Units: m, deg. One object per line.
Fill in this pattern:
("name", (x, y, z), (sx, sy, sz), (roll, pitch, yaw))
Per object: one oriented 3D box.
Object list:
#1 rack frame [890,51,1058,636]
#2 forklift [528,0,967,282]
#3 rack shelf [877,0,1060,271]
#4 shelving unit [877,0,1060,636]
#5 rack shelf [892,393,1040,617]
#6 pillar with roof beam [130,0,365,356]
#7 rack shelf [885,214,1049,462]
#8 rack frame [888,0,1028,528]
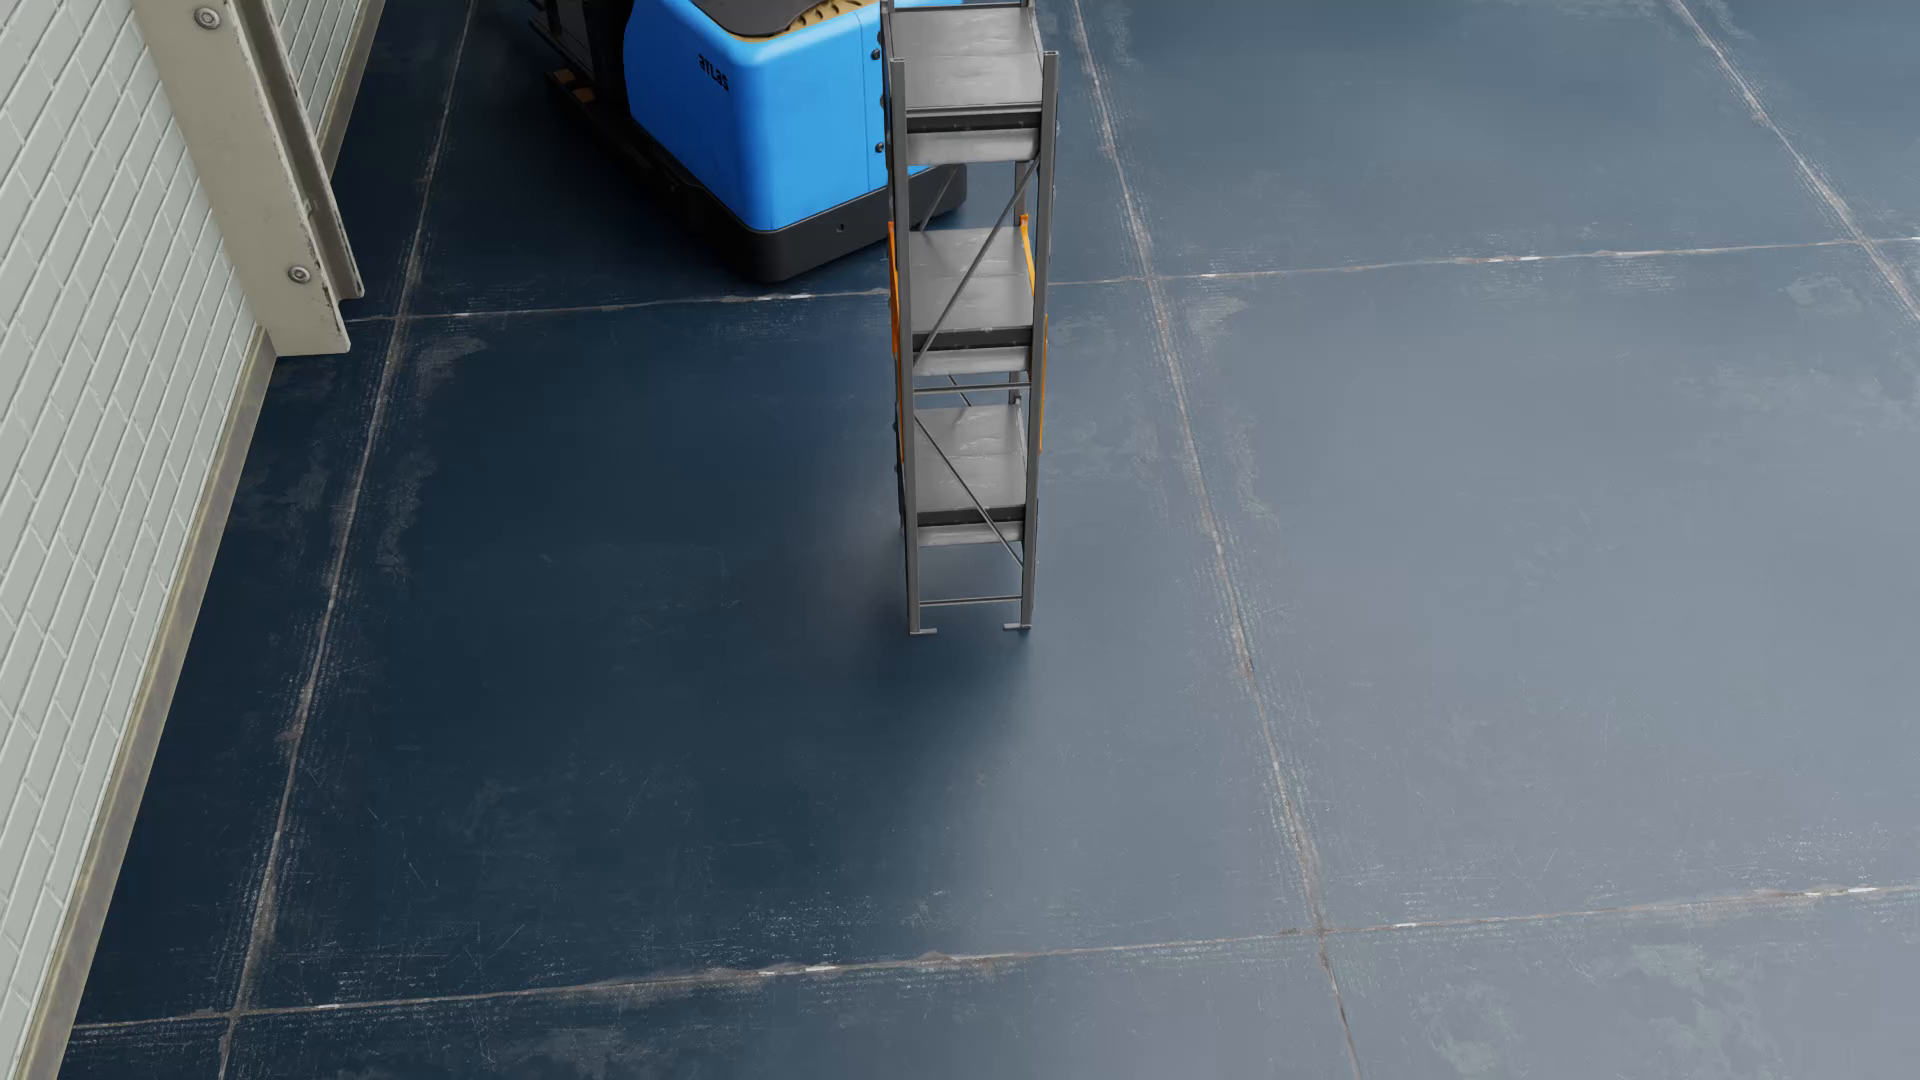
("rack frame", (0.034, -0.426, 4.707), (0.400, 2.100, 0.015), (-3, 47, -3))
("forklift", (-1.237, -3.068, 6.637), (1.130, 2.935, 3.031), (-28, 52, -24))
("rack shelf", (0.014, -1.074, 4.376), (0.431, 0.518, 0.480), (-3, 47, -3))
("shelving unit", (0.014, -0.602, 4.874), (0.431, 2.100, 0.503), (-3, 47, -3))
("rack shelf", (0.014, -0.112, 5.392), (0.431, 0.518, 0.480), (-3, 47, -3))
("pillar with roof beam", (1.752, -4.217, 3.546), (9.100, 9.000, 0.400), (-3, 47, -3))
("rack shelf", (0.014, -0.593, 4.884), (0.431, 0.518, 0.480), (-3, 47, -3))
("rack frame", (-0.007, -0.779, 5.041), (0.400, 2.100, 0.015), (-3, 47, -3))
